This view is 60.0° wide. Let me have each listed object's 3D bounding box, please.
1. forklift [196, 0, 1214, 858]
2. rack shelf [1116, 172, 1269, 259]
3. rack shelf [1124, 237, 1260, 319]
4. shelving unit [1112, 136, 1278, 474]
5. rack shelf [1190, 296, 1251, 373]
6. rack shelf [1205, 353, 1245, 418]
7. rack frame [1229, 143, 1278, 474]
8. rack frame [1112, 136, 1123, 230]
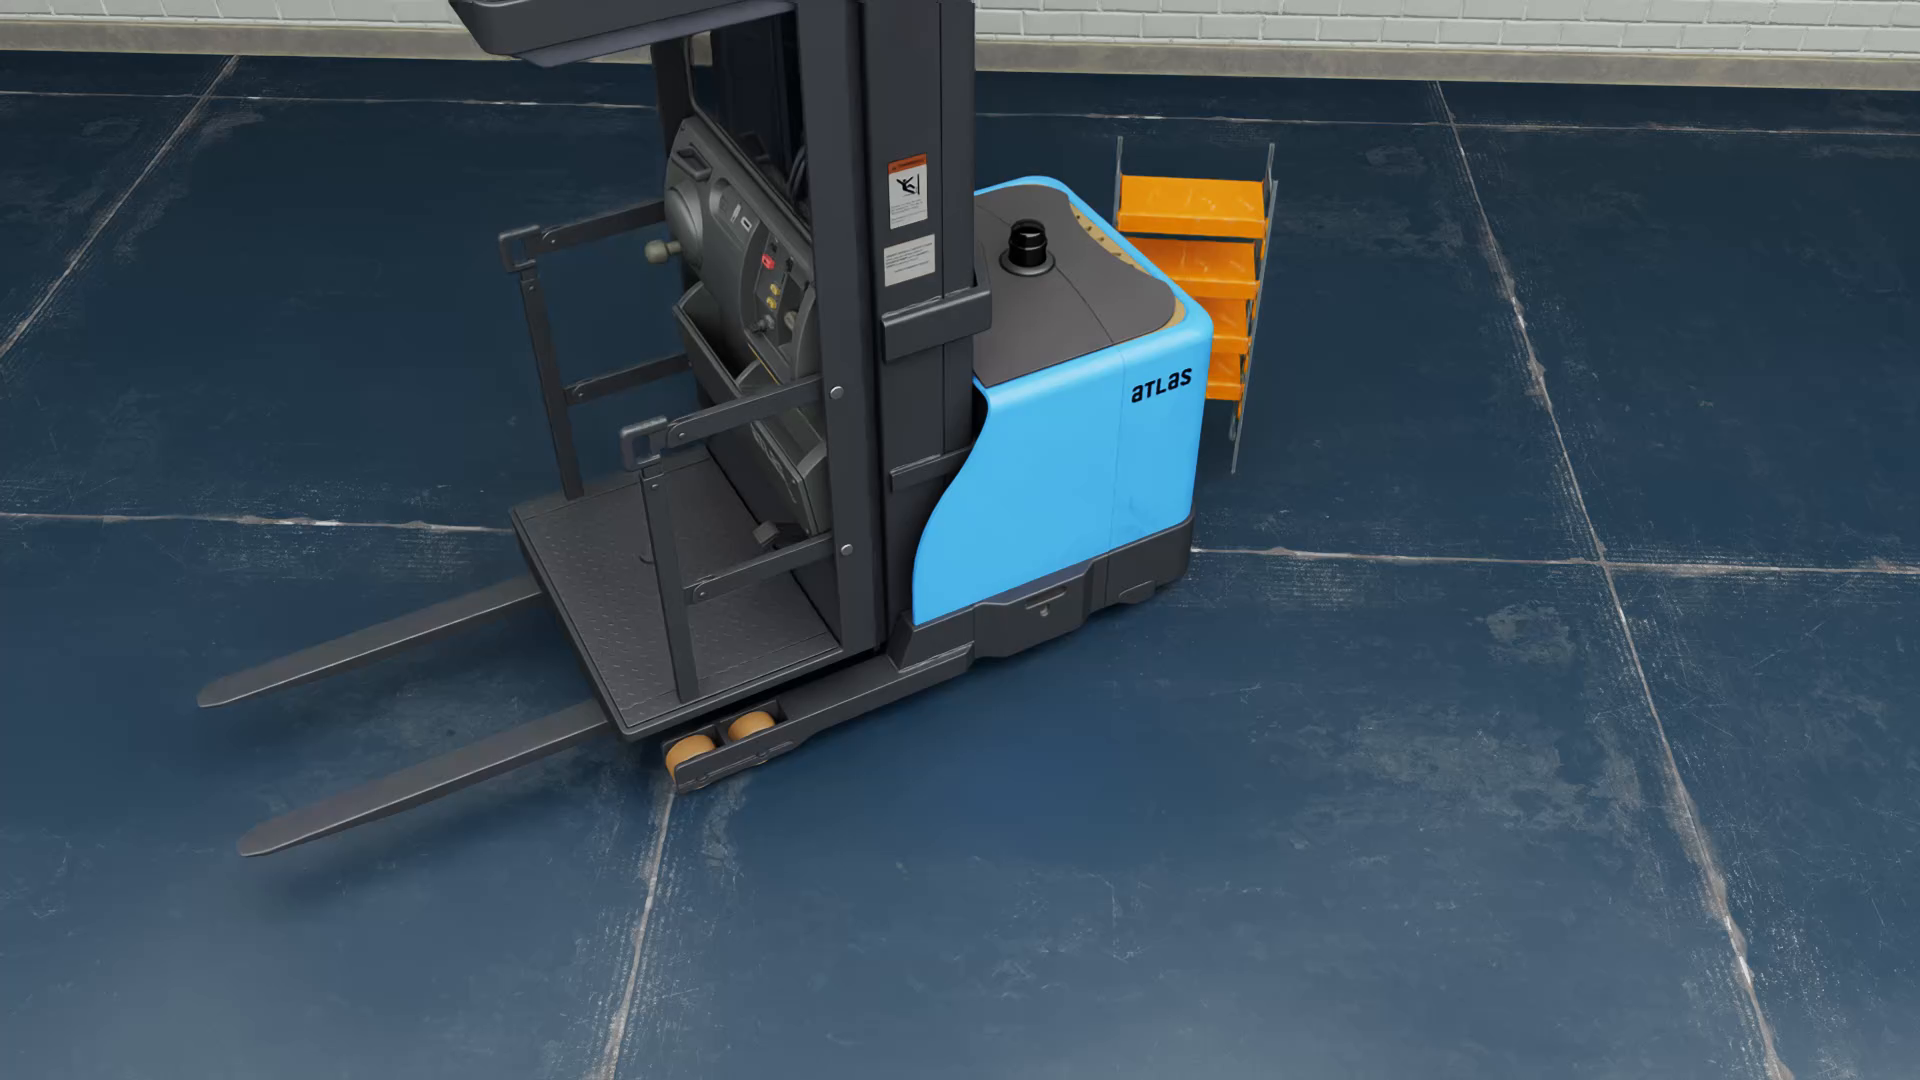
[{"bbox_3d":[-0.777,-0.744,4.398,3.031,2.935,1.130,-20,47,-20],"label":"forklift"},{"bbox_3d":[0.753,-1.062,5.434,0.480,0.148,0.258,4,43,4],"label":"rack shelf"},{"bbox_3d":[0.753,-0.889,5.595,0.480,0.148,0.258,4,43,4],"label":"rack shelf"},{"bbox_3d":[0.753,-0.775,5.701,0.503,1.200,0.258,4,43,4],"label":"shelving unit"},{"bbox_3d":[0.753,-0.726,5.747,0.480,0.148,0.258,4,43,4],"label":"rack shelf"},{"bbox_3d":[0.753,-0.580,5.883,0.480,0.148,0.258,4,43,4],"label":"rack shelf"},{"bbox_3d":[0.996,-0.760,5.685,0.015,1.200,0.240,4,43,4],"label":"rack frame"},{"bbox_3d":[0.510,-0.790,5.718,0.015,1.200,0.240,4,43,4],"label":"rack frame"}]
